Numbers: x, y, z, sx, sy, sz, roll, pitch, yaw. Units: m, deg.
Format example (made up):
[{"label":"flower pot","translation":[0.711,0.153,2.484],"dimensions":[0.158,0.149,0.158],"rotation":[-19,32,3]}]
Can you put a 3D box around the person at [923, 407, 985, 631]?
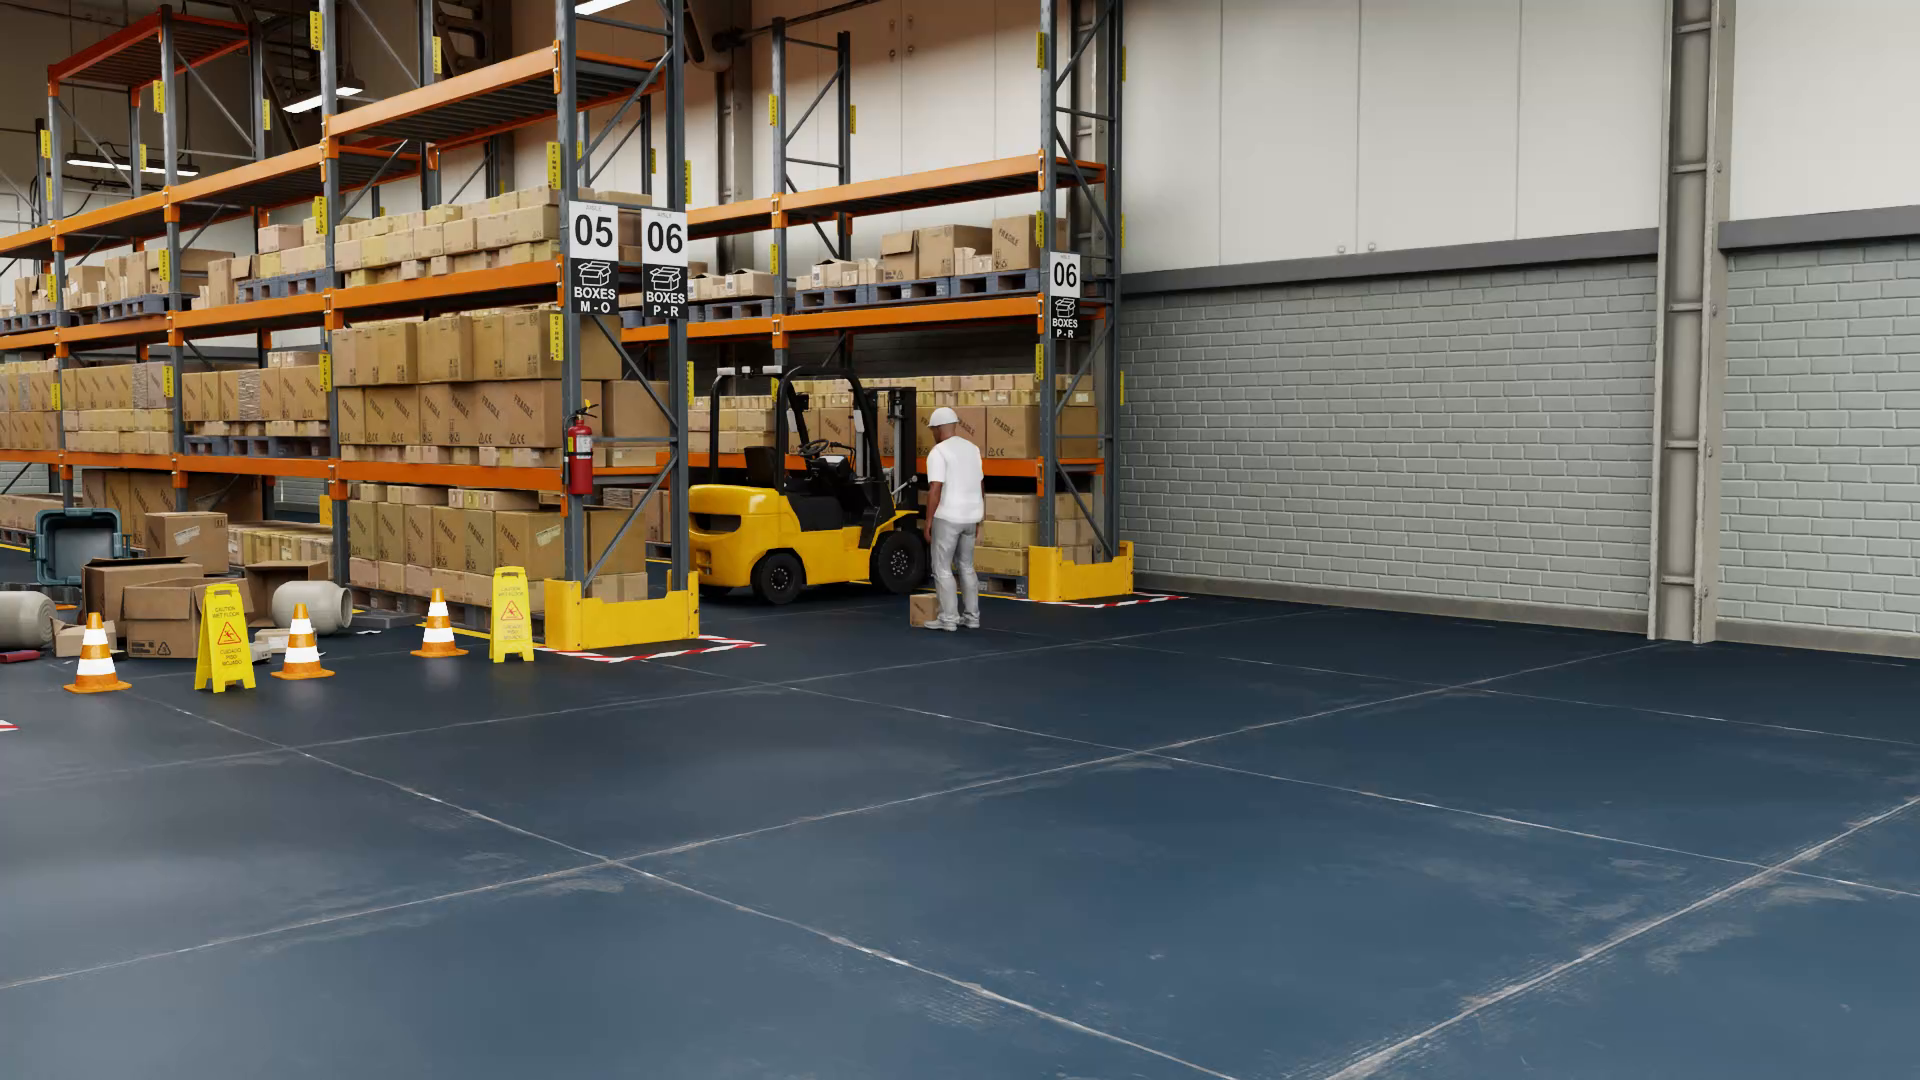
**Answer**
[{"label":"person","translation":[-0.063,-0.171,13.175],"dimensions":[0.462,1.759,0.627],"rotation":[4,5,43]}]
